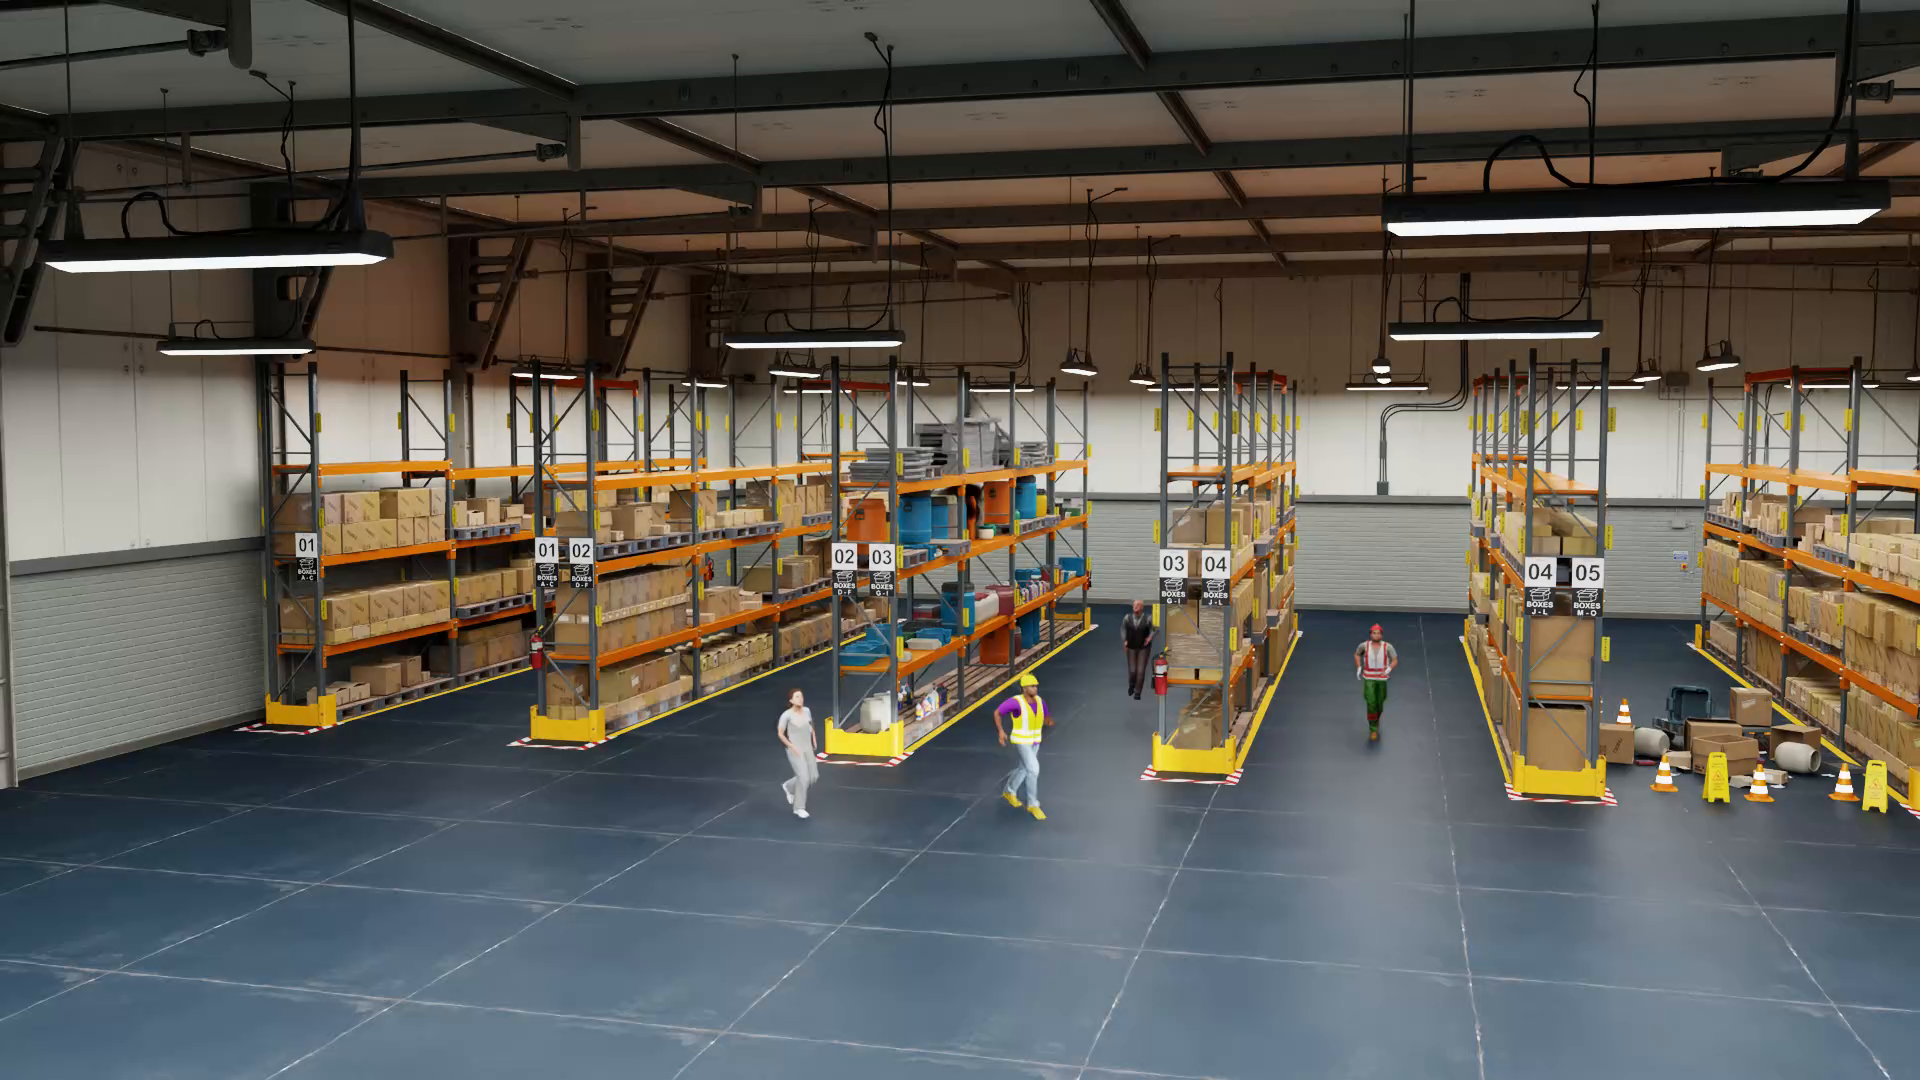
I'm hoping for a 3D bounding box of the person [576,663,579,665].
[{"bbox_3d":[-6.907,2.020,30.715,0.617,1.671,0.696,0,4,4],"label":"person"}]

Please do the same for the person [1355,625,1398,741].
[{"bbox_3d":[6.648,2.239,26.557,0.658,1.799,0.936,1,4,9],"label":"person"}]

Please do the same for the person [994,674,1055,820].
[{"bbox_3d":[0.841,2.616,21.247,0.876,1.818,0.675,4,6,44],"label":"person"}]

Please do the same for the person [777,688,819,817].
[{"bbox_3d":[-2.085,2.700,21.251,0.565,1.637,0.551,-4,6,-43],"label":"person"}]

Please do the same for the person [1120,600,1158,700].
[{"bbox_3d":[3.055,1.871,28.433,0.656,1.703,0.575,1,4,12],"label":"person"}]
